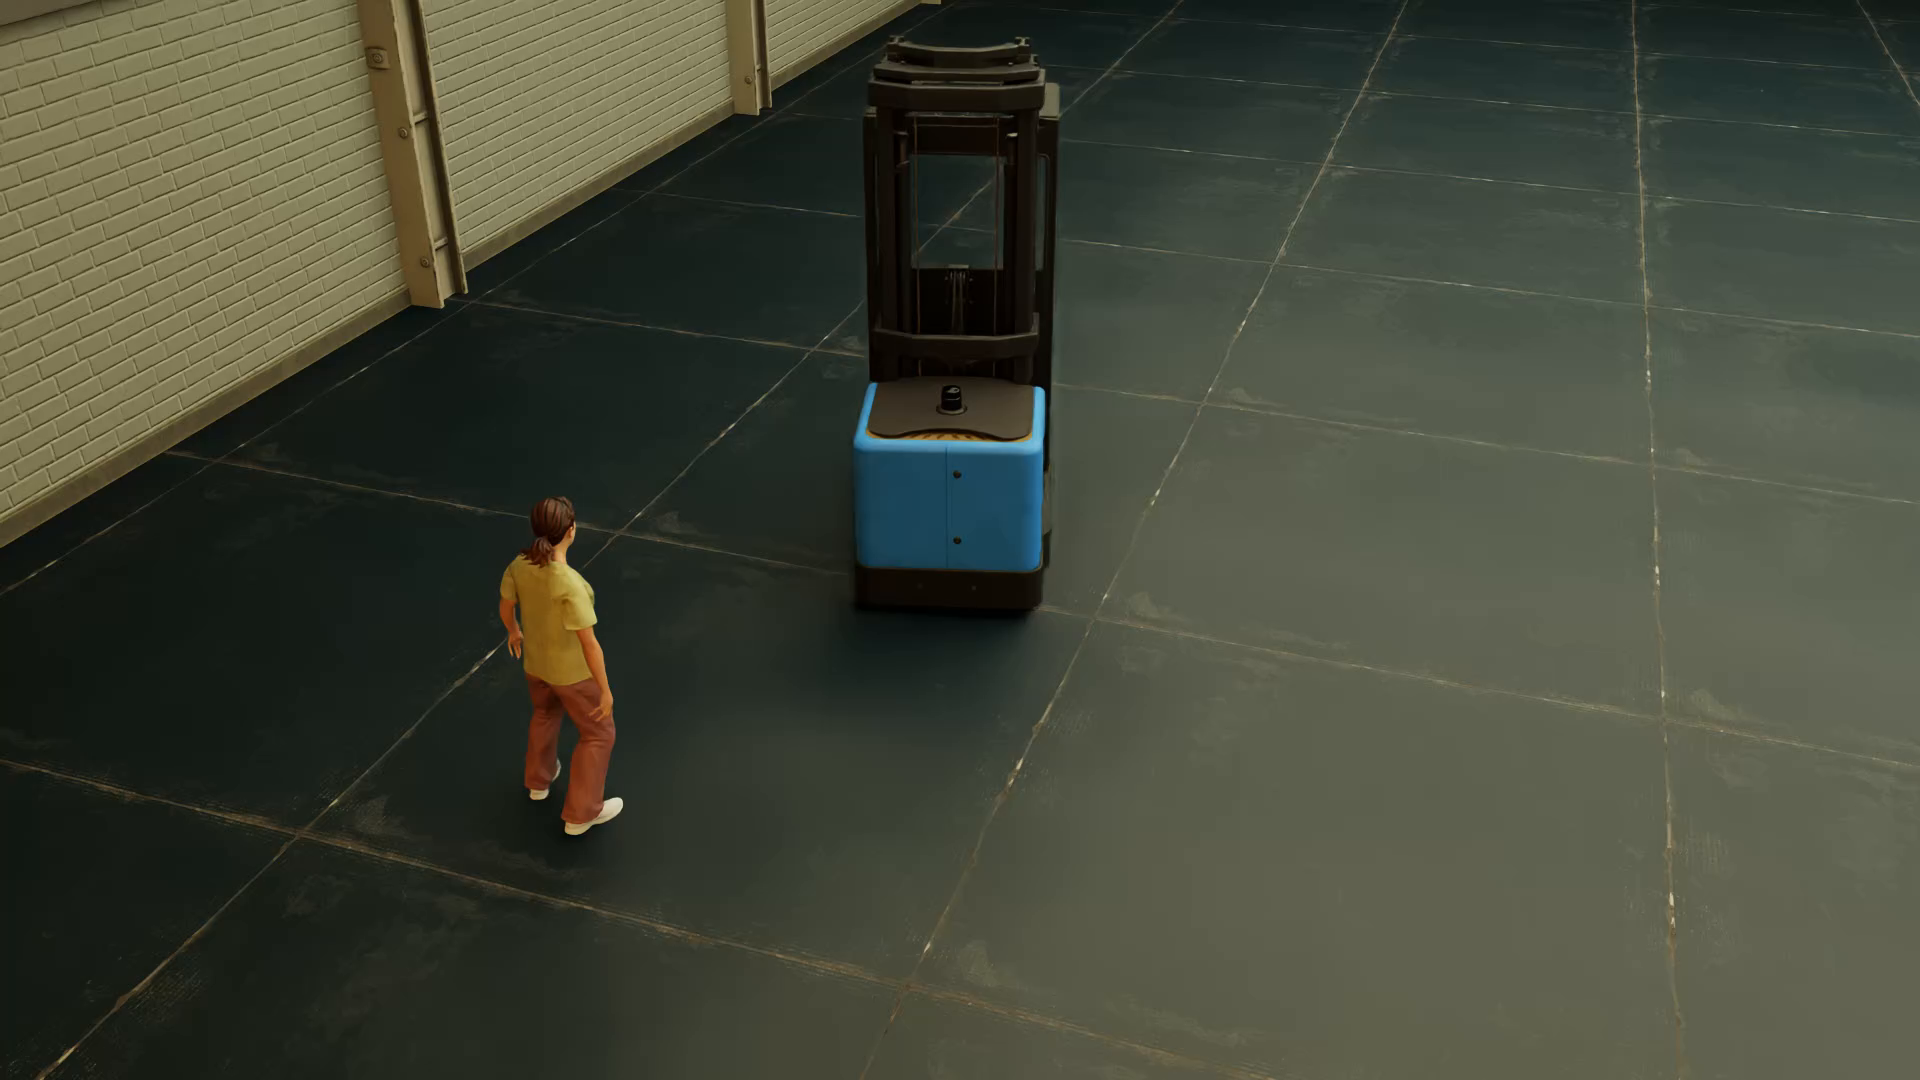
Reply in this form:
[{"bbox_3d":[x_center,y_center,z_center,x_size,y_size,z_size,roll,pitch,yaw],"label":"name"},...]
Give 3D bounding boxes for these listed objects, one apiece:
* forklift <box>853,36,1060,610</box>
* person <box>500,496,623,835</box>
[{"bbox_3d":[0.018,-1.583,9.914,1.130,2.935,3.031,2,30,3],"label":"forklift"},{"bbox_3d":[-1.793,0.555,7.464,0.752,1.648,0.367,18,35,29],"label":"person"}]
